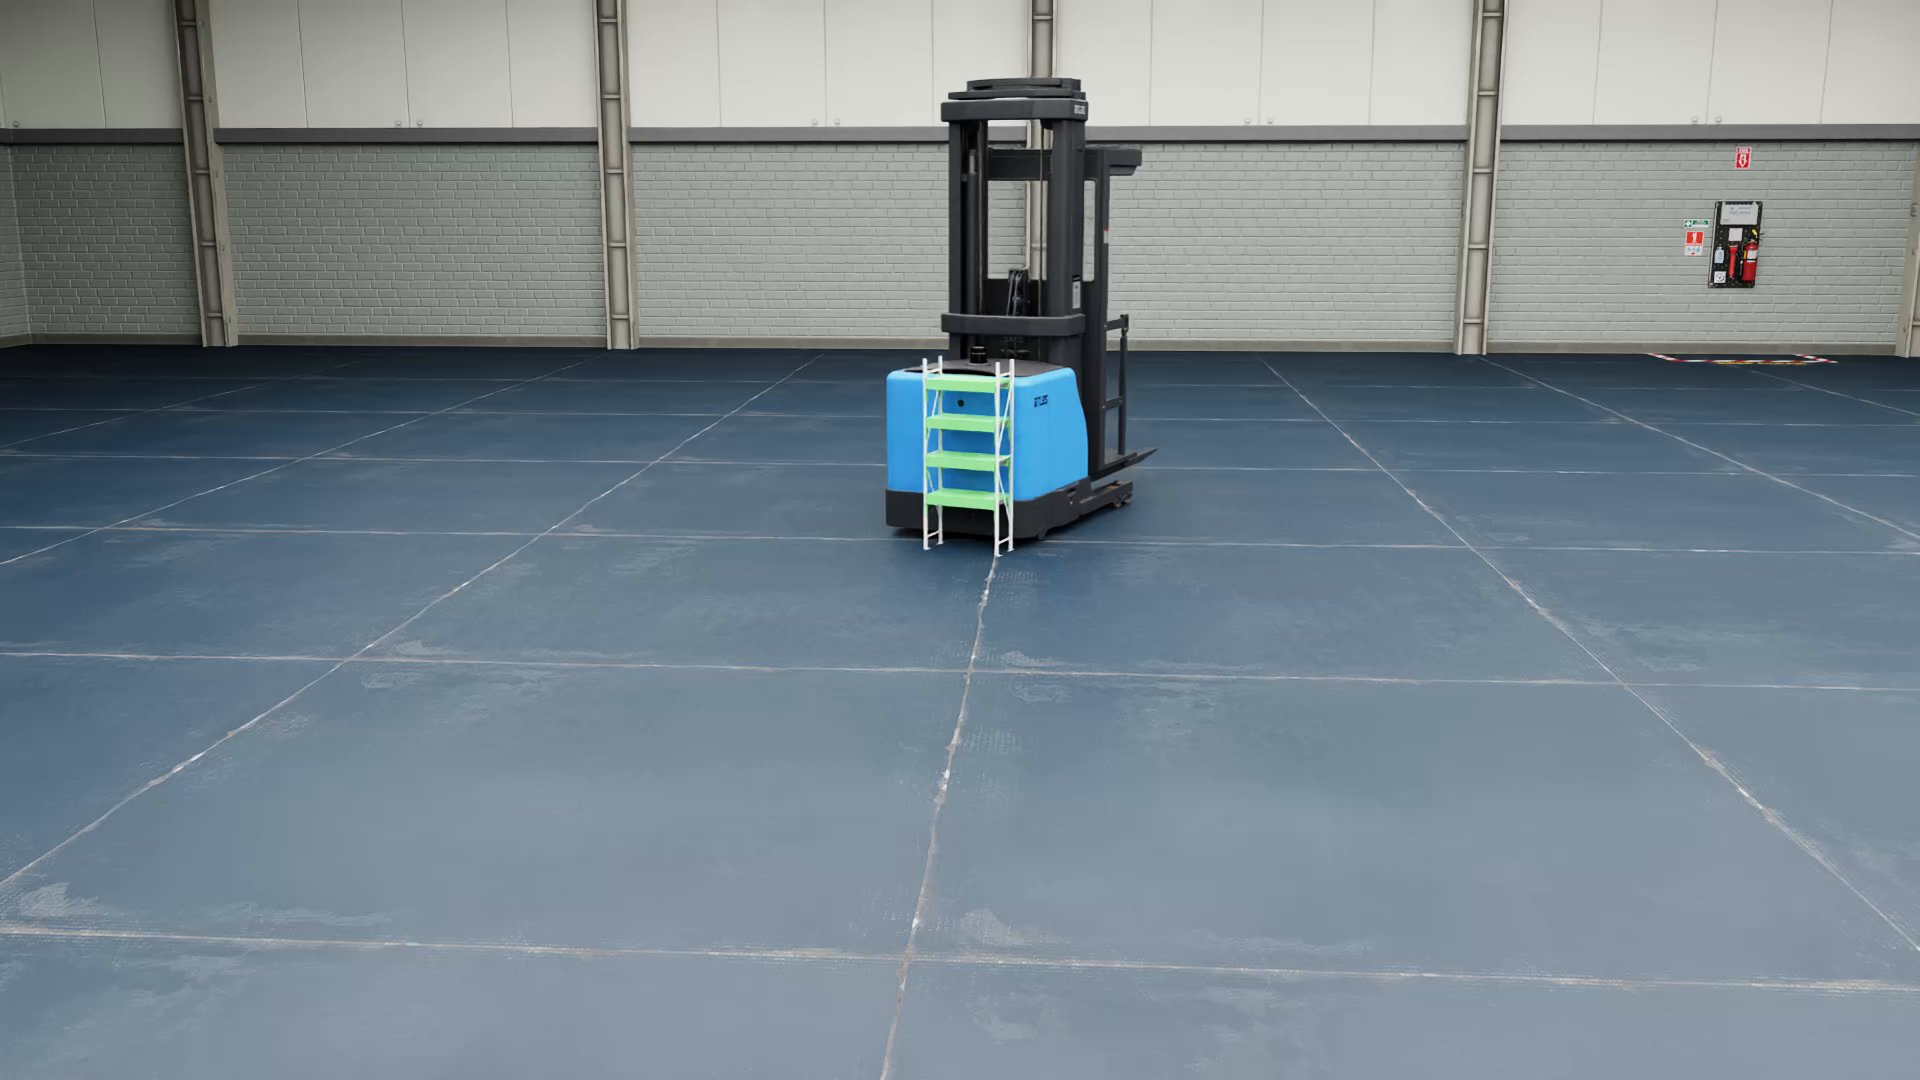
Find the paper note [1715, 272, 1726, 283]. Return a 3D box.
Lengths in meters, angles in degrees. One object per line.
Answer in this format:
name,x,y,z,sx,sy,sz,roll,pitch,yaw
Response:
paper note,10.466,-3.619,22.895,0.142,0.148,0.016,1,12,4

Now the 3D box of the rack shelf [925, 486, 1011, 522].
rack shelf,0.052,-0.225,10.399,0.480,0.148,0.258,5,13,24

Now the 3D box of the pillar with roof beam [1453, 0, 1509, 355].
pillar with roof beam,6.827,-6.131,18.101,0.400,9.000,9.100,1,12,4

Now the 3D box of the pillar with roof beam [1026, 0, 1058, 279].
pillar with roof beam,0.840,-6.213,18.493,0.400,9.000,9.100,1,12,4

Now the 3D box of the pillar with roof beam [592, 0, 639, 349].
pillar with roof beam,-5.147,-6.295,18.886,0.400,9.000,9.100,1,12,4

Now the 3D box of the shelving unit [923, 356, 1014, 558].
shelving unit,0.052,-0.523,10.337,0.503,1.200,0.258,5,13,24

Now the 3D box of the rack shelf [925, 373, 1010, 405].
rack shelf,0.052,-0.930,10.252,0.480,0.148,0.258,5,13,24

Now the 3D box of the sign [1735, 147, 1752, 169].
sign,10.636,-5.189,22.586,0.199,0.298,0.001,1,12,4

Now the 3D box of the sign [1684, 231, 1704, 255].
sign,10.093,-4.080,22.859,0.234,0.329,0.001,1,12,4

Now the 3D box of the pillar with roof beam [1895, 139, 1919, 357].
pillar with roof beam,12.813,-6.049,17.708,0.400,9.000,9.100,1,12,4

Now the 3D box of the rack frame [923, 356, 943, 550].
rack frame,-0.169,-0.544,10.438,0.015,1.200,0.240,5,13,24

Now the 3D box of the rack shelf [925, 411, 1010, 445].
rack shelf,0.052,-0.695,10.301,0.480,0.148,0.258,5,13,24

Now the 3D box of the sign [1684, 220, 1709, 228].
sign,10.097,-4.337,22.796,0.331,0.109,0.001,1,12,4

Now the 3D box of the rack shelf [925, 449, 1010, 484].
rack shelf,0.052,-0.460,10.350,0.480,0.148,0.258,5,13,24

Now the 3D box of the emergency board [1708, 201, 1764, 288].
emergency board,10.638,-4.034,22.726,0.643,1.169,0.194,1,12,4

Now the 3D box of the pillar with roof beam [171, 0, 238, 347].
pillar with roof beam,-11.133,-6.378,19.278,0.400,9.000,9.100,1,12,4

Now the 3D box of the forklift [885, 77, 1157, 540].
forklift,0.602,-1.693,11.702,1.130,2.935,3.031,6,13,25

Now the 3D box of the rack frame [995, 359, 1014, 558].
rack frame,0.273,-0.502,10.236,0.015,1.200,0.240,5,13,24
